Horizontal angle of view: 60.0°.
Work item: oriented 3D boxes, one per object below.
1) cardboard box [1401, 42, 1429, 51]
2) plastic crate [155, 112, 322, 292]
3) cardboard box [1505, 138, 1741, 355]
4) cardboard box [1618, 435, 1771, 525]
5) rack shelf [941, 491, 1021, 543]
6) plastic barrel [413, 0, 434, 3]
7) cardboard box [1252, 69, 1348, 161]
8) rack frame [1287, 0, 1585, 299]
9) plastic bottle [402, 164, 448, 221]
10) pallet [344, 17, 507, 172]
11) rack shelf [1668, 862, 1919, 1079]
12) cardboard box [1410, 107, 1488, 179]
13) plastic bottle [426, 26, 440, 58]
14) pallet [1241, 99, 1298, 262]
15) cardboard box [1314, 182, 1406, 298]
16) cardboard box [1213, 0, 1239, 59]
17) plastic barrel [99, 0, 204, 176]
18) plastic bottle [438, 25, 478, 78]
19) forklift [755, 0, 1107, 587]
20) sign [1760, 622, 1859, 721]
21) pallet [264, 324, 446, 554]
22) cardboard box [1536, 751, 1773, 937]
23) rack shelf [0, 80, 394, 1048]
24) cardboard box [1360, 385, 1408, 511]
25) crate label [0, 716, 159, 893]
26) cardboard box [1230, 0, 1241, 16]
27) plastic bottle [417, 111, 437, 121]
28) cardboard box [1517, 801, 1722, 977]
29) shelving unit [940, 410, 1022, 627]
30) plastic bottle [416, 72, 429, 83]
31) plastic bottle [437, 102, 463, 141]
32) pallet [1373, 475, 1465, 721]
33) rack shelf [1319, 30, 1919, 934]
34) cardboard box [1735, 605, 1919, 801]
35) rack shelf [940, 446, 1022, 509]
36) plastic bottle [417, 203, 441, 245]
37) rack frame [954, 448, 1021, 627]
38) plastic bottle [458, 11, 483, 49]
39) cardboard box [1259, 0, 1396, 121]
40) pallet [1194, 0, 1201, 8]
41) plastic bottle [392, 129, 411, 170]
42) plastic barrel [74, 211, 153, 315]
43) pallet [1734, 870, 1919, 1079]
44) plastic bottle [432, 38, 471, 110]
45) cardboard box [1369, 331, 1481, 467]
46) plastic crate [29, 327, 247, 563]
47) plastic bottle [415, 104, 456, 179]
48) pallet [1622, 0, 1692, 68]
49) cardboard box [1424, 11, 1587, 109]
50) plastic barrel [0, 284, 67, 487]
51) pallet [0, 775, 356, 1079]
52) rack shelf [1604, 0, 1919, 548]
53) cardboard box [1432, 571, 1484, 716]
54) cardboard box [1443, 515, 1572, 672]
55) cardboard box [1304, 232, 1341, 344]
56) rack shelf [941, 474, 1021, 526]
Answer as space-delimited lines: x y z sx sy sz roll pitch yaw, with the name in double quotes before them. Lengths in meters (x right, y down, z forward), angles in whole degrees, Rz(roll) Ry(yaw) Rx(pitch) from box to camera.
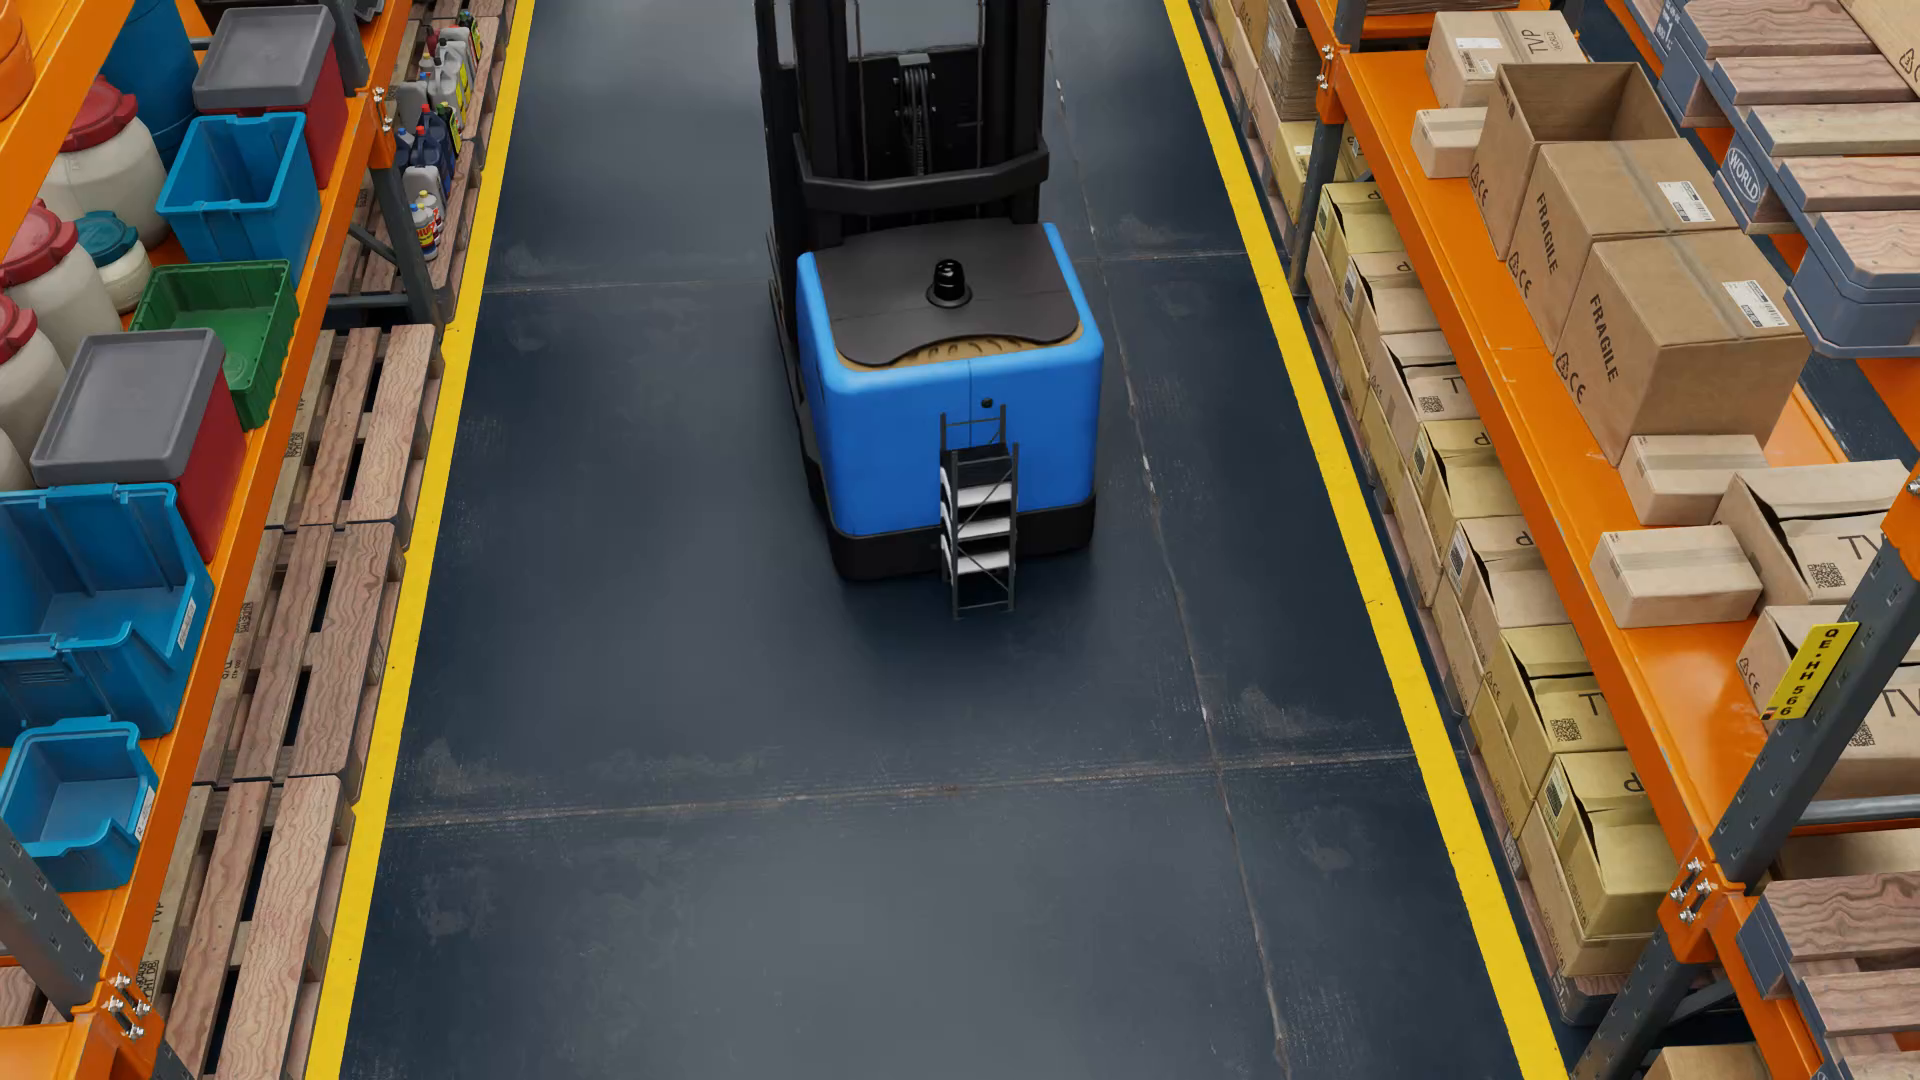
"cardboard box" 2.333 -2.055 7.718 0.500 0.500 0.500 -3 47 -3
"plastic crate" -2.474 -1.160 5.794 0.392 0.384 0.575 -3 47 -3
"cardboard box" 2.194 -0.978 5.541 0.500 0.500 0.500 -3 47 -3
"cardboard box" 2.232 -0.182 5.030 0.380 0.149 0.250 0 47 0
"rack shelf" 0.075 -0.103 6.150 0.258 0.077 0.200 -9 47 -8
"plastic barrel" -3.038 -3.294 9.228 0.421 0.512 0.421 0 47 0
"cardboard box" 1.772 -2.127 8.303 0.500 0.250 0.500 -3 47 -3
"rack frame" 2.060 -2.243 6.809 1.000 3.000 0.127 -3 47 -3
"plastic bottle" -2.520 -1.649 7.819 0.152 0.276 0.135 -2 47 -2
"pallet" -2.996 -2.359 8.839 1.003 0.211 1.213 -3 47 -3
"rack shelf" 2.563 2.345 2.959 1.077 0.370 4.000 -3 47 -3
"cardboard box" 1.931 -1.504 6.281 0.380 0.149 0.250 -3 47 -3
"plastic bottle" -2.732 -2.563 8.680 0.061 0.283 0.133 -3 47 -3
"pallet" 2.035 -1.863 8.369 1.003 0.211 1.213 -3 47 -3
"cardboard box" 1.847 -1.321 7.153 0.500 0.311 0.500 -3 47 -3
"cardboard box" 1.673 -2.850 8.987 0.500 0.250 0.500 -3 47 -3
"plastic barrel" -3.146 -1.820 6.062 0.600 0.901 0.708 -3 47 -3
"plastic bottle" -2.626 -2.568 8.689 0.152 0.276 0.135 -3 47 -3
"forklift" -0.259 -1.916 6.546 1.130 2.935 3.031 -9 47 -8
"sign" 1.842 0.289 3.613 0.100 0.325 0.005 -3 47 -3
"pallet" -2.772 -0.420 7.003 1.003 0.211 1.213 -3 47 -3
"cardboard box" 2.106 0.895 5.055 0.500 0.311 0.500 -2 47 -2
"rack shelf" -2.709 -0.251 5.417 1.077 0.370 4.000 -3 47 -3
"cardboard box" 1.935 -0.391 6.659 0.500 0.250 0.500 -5 47 -5
"crate label" -2.203 0.679 4.156 0.303 0.233 0.416 -3 47 -3
"cardboard box" 1.672 -3.107 8.715 0.500 0.500 0.500 -3 47 -3
"plastic bottle" -2.595 -2.008 8.162 0.097 0.271 0.097 0 47 0
"cardboard box" 2.108 1.086 5.260 0.500 0.250 0.500 -2 47 -2
"shelving unit" 0.075 -0.064 6.191 0.258 0.900 0.210 -9 47 -8
"plastic bottle" -2.714 -2.283 8.471 0.097 0.201 0.097 0 47 0
"plastic bottle" -2.546 -2.086 8.284 0.097 0.201 0.097 0 47 0
"pallet" 2.266 0.131 6.481 1.003 0.211 1.213 -3 47 -3
"rack shelf" 2.228 -0.549 5.700 1.077 0.370 4.000 -3 47 -3
"cardboard box" 2.408 0.415 4.352 0.500 0.311 0.500 -1 47 -1
"rack shelf" 0.075 -0.227 6.019 0.258 0.077 0.200 -9 47 -8
"plastic bottle" -2.474 -1.465 7.696 0.097 0.201 0.097 0 47 0
"rack frame" 0.096 0.008 6.122 0.240 0.900 0.006 -9 47 -8
"plastic bottle" -2.620 -2.726 8.890 0.097 0.201 0.097 0 47 0
"cardboard box" 1.773 -2.385 8.031 0.500 0.500 0.500 -3 47 -3
"pallet" 1.831 -3.628 10.040 1.003 0.211 1.213 -3 47 -3
"plastic bottle" -2.674 -1.786 7.897 0.144 0.351 0.185 -3 47 -3
"plastic barrel" -2.918 -0.931 5.661 0.301 0.262 0.301 0 47 0
"pallet" 2.522 1.203 3.677 1.213 0.211 1.003 -3 47 -3
"plastic bottle" -2.597 -2.373 8.453 0.144 0.351 0.185 -2 47 -2
"cardboard box" 1.928 -0.584 6.456 0.500 0.311 0.500 -5 47 -5
"plastic crate" -2.371 -0.261 4.887 0.402 0.464 0.583 -3 47 -3
"plastic bottle" -2.546 -1.931 8.035 0.144 0.351 0.185 -5 47 -5
"pallet" 2.153 -1.610 4.273 1.003 0.211 1.213 -2 47 -1
"cardboard box" 2.145 -1.838 6.528 0.500 0.250 0.500 -1 47 -1
"plastic barrel" -2.917 -0.442 5.009 0.433 0.535 0.433 0 47 0
"pallet" -2.567 1.345 5.331 1.003 0.211 1.213 -3 47 -3
"rack shelf" 2.228 -1.581 4.610 1.077 0.370 4.000 -3 47 -3
"cardboard box" 2.022 0.349 5.958 0.500 0.250 0.500 -3 47 -2
"cardboard box" 2.016 0.154 5.757 0.500 0.311 0.500 -4 47 -4
"cardboard box" 1.847 -1.135 7.364 0.500 0.250 0.500 -5 47 -4
"rack shelf" 0.075 -0.165 6.084 0.258 0.077 0.200 -9 47 -8
